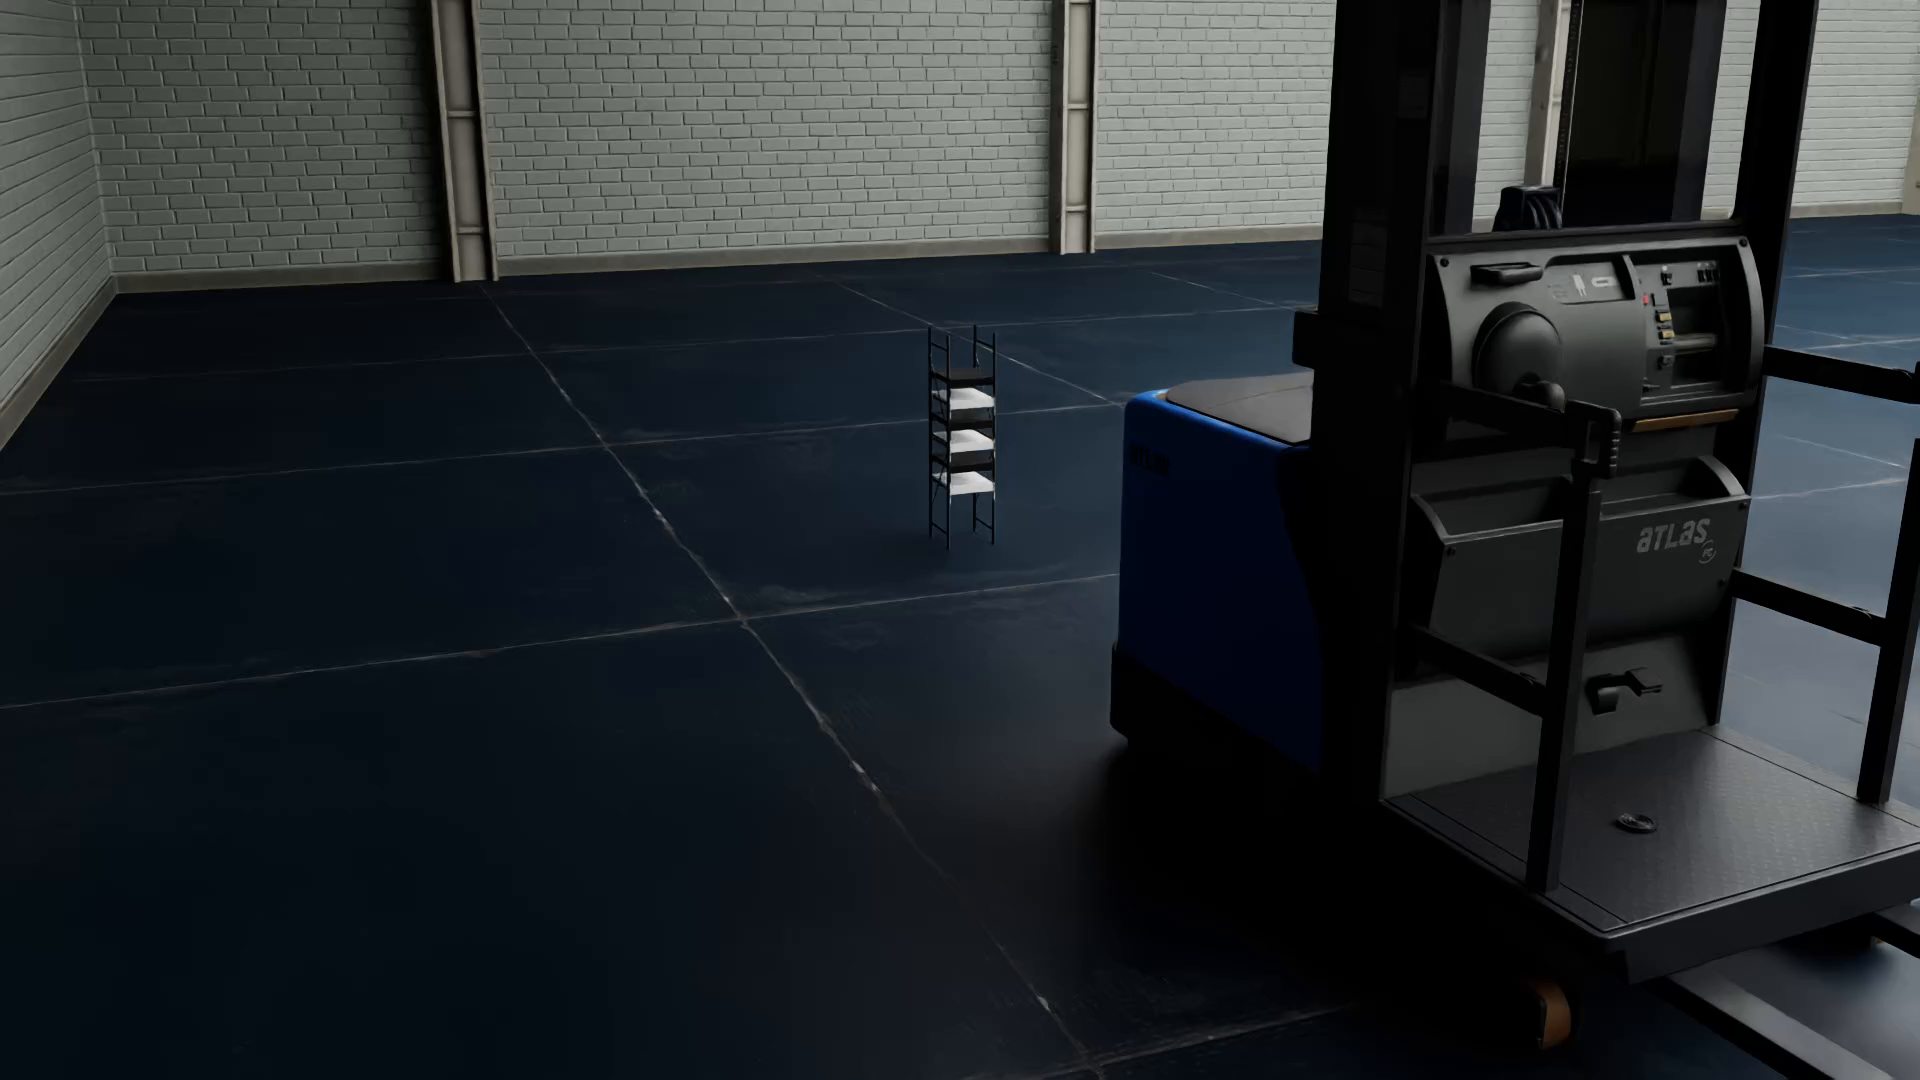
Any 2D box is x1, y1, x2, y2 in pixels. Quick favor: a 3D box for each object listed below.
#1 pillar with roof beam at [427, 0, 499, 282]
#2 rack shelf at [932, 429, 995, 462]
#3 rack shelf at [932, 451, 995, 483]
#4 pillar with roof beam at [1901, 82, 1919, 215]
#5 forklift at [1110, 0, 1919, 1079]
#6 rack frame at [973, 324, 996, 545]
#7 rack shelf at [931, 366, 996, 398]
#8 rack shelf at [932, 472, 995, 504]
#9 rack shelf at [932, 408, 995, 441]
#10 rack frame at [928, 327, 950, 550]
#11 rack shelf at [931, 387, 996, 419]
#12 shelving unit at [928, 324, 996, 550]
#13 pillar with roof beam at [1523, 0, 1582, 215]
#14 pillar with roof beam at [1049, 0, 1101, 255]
[{"bbox_3d":[-2.902,-5.574,10.108,0.400,9.000,9.100,-6,17,-20],"label":"pillar with roof beam"},{"bbox_3d":[0.008,-0.401,6.984,0.200,0.077,0.258,-6,17,-20],"label":"rack shelf"},{"bbox_3d":[0.008,-0.314,7.009,0.200,0.077,0.258,-6,17,-20],"label":"rack shelf"},{"bbox_3d":[13.906,-7.389,16.288,0.400,9.000,9.100,-6,17,-20],"label":"pillar with roof beam"},{"bbox_3d":[1.527,-0.478,3.525,1.130,2.935,3.031,-7,18,-24],"label":"forklift"},{"bbox_3d":[0.103,-0.443,7.009,0.006,0.900,0.240,-6,17,-20],"label":"rack frame"},{"bbox_3d":[0.008,-0.660,6.908,0.200,0.077,0.258,-6,17,-20],"label":"rack shelf"},{"bbox_3d":[0.008,-0.228,7.034,0.200,0.077,0.258,-6,17,-20],"label":"rack shelf"},{"bbox_3d":[0.008,-0.487,6.958,0.200,0.077,0.258,-6,17,-20],"label":"rack shelf"},{"bbox_3d":[-0.087,-0.422,6.939,0.006,0.900,0.240,-6,17,-20],"label":"rack frame"},{"bbox_3d":[0.008,-0.573,6.933,0.200,0.077,0.258,-6,17,-20],"label":"rack shelf"},{"bbox_3d":[0.008,-0.433,6.974,0.210,0.900,0.258,-6,17,-20],"label":"shelving unit"},{"bbox_3d":[8.303,-6.784,14.228,0.400,9.000,9.100,-6,17,-20],"label":"pillar with roof beam"},{"bbox_3d":[2.700,-6.179,12.168,0.400,9.000,9.100,-6,17,-20],"label":"pillar with roof beam"}]
